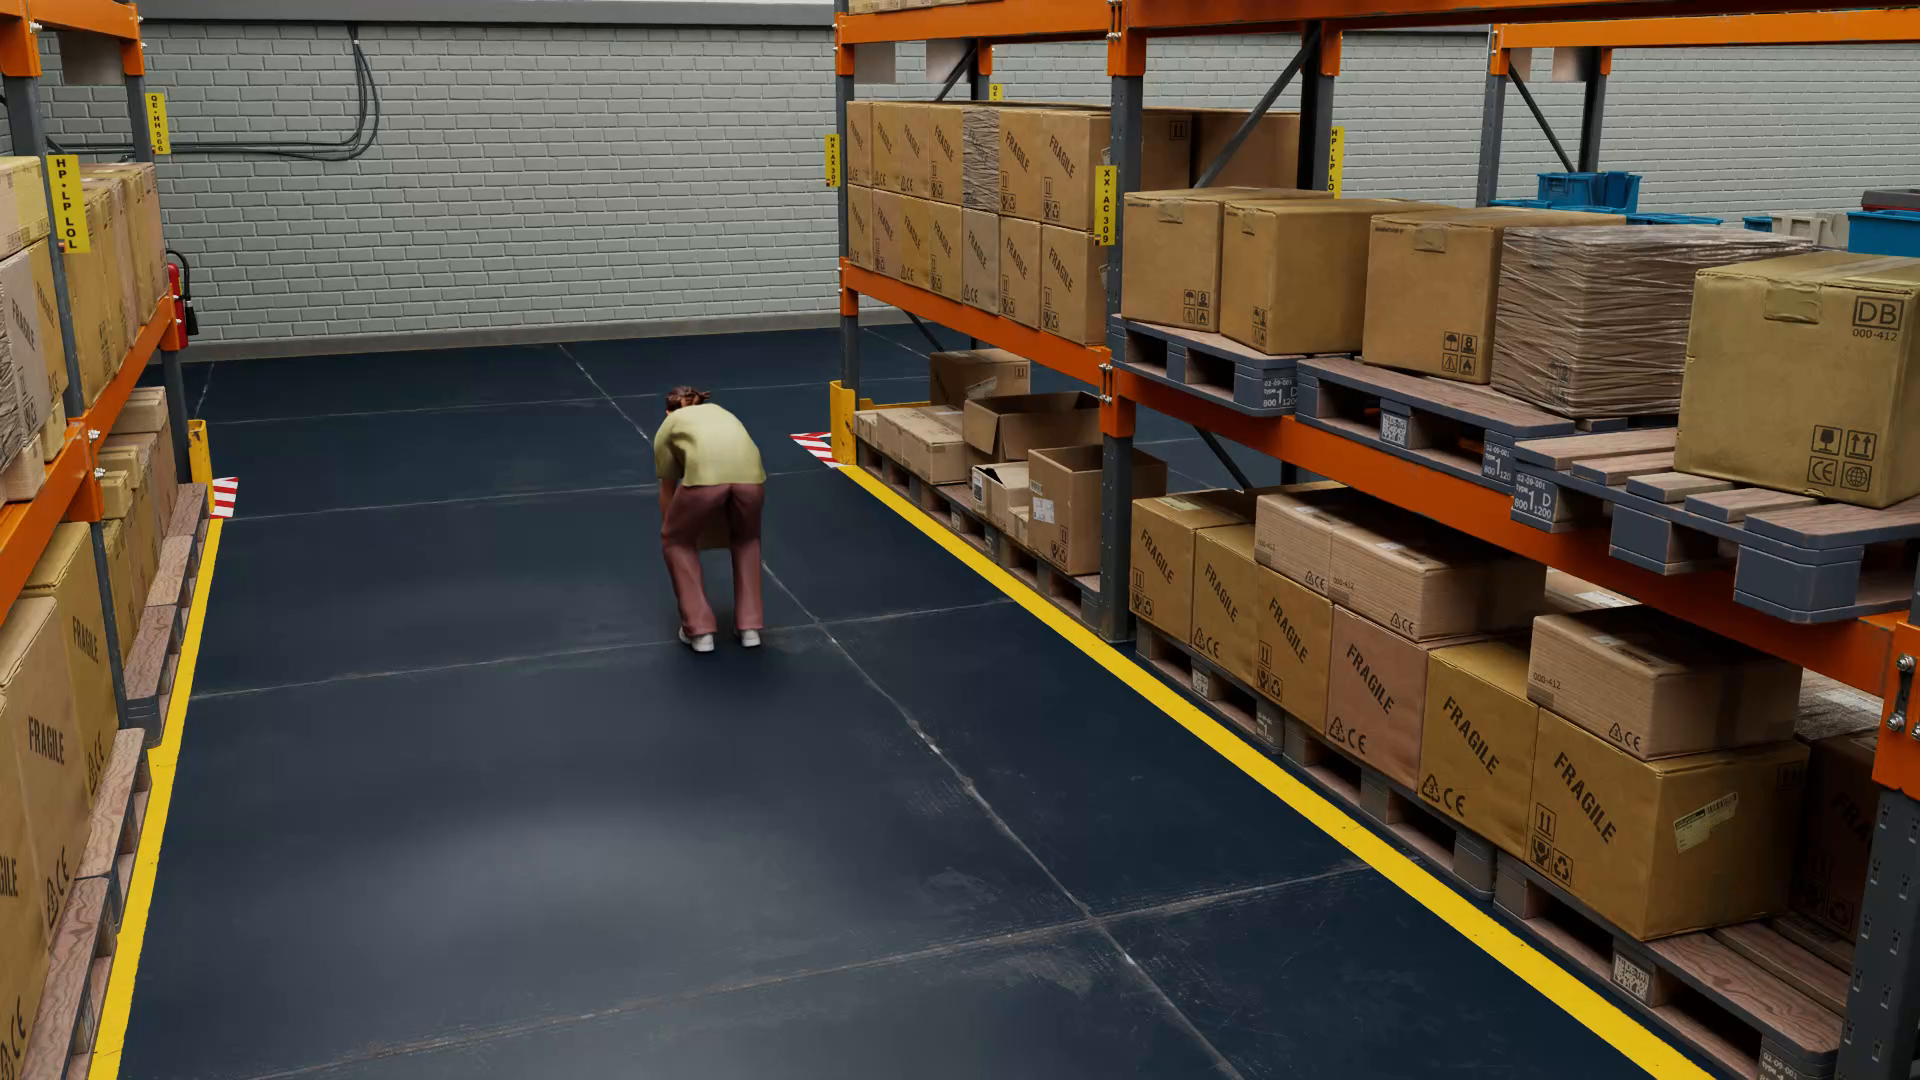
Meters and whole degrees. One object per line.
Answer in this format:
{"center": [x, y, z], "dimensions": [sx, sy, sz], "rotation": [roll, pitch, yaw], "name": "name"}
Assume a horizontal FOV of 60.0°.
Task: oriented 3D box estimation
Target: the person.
{"center": [-1.141, -0.118, 7.506], "dimensions": [0.455, 1.104, 0.860], "rotation": [-7, 17, -23], "name": "person"}
